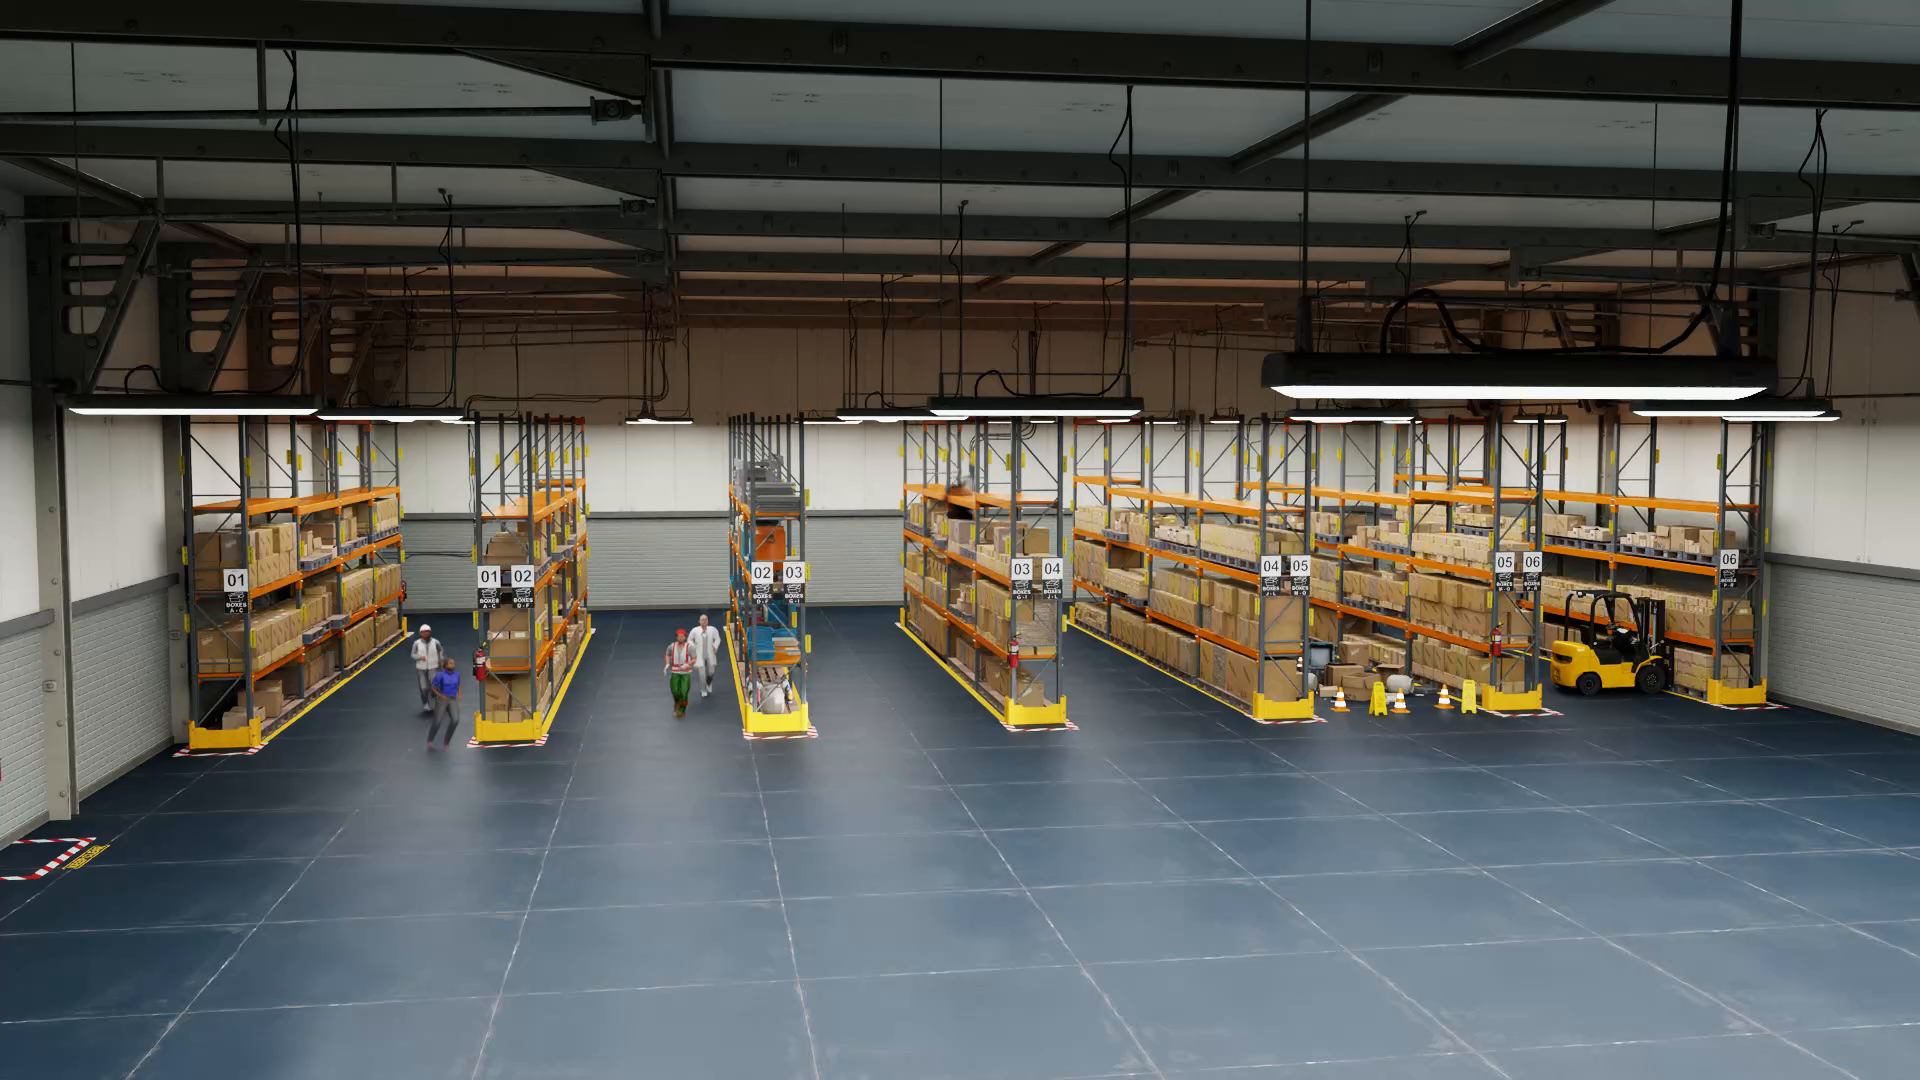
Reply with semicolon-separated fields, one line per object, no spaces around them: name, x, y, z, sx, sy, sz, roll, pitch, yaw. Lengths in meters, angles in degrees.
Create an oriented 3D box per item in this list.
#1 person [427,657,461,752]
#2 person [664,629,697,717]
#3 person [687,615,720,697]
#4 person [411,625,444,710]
person;-9.115;2.914;29.545;0.658;1.661;0.665;-3;5;-40
person;-5.499;2.626;32.692;0.652;1.744;0.589;0;4;-2
person;-5.421;2.455;35.287;0.705;1.727;0.661;-1;4;-14
person;-10.686;2.567;33.383;0.635;1.735;0.650;-1;4;-18
